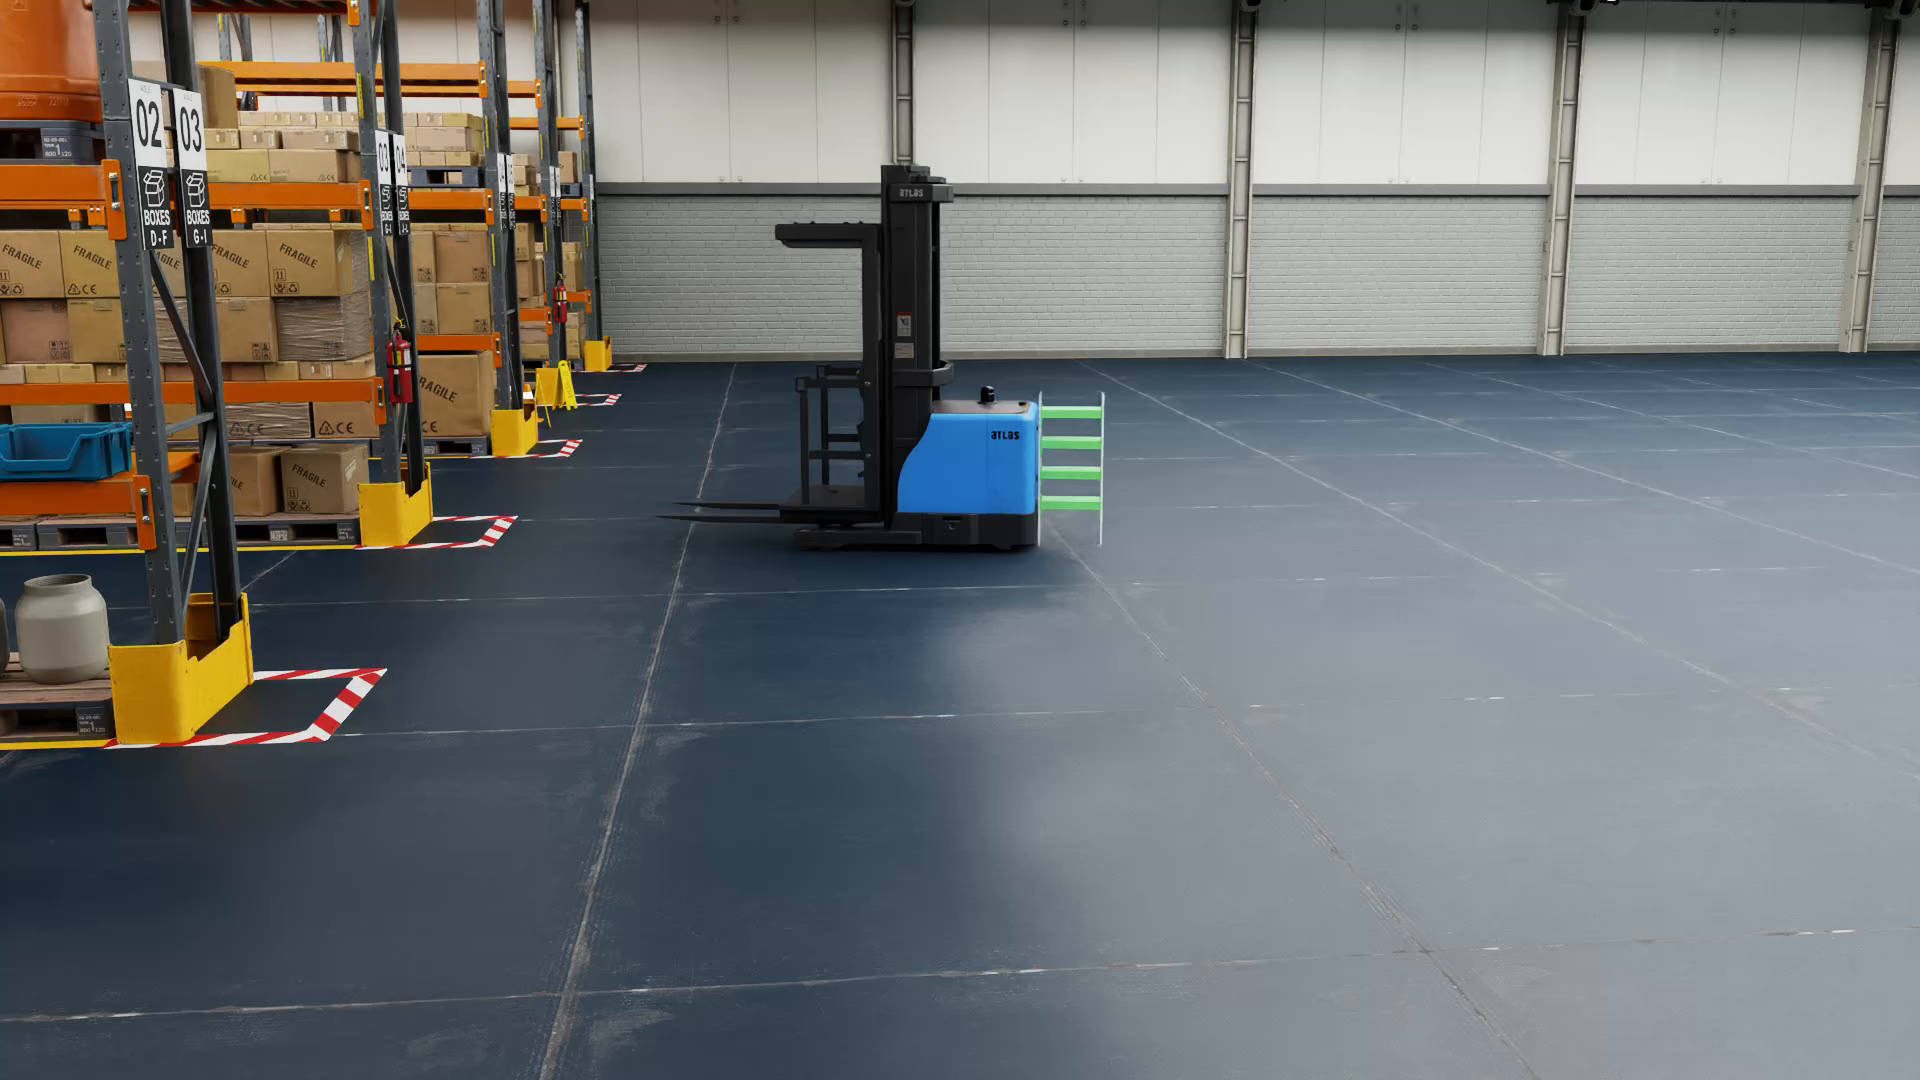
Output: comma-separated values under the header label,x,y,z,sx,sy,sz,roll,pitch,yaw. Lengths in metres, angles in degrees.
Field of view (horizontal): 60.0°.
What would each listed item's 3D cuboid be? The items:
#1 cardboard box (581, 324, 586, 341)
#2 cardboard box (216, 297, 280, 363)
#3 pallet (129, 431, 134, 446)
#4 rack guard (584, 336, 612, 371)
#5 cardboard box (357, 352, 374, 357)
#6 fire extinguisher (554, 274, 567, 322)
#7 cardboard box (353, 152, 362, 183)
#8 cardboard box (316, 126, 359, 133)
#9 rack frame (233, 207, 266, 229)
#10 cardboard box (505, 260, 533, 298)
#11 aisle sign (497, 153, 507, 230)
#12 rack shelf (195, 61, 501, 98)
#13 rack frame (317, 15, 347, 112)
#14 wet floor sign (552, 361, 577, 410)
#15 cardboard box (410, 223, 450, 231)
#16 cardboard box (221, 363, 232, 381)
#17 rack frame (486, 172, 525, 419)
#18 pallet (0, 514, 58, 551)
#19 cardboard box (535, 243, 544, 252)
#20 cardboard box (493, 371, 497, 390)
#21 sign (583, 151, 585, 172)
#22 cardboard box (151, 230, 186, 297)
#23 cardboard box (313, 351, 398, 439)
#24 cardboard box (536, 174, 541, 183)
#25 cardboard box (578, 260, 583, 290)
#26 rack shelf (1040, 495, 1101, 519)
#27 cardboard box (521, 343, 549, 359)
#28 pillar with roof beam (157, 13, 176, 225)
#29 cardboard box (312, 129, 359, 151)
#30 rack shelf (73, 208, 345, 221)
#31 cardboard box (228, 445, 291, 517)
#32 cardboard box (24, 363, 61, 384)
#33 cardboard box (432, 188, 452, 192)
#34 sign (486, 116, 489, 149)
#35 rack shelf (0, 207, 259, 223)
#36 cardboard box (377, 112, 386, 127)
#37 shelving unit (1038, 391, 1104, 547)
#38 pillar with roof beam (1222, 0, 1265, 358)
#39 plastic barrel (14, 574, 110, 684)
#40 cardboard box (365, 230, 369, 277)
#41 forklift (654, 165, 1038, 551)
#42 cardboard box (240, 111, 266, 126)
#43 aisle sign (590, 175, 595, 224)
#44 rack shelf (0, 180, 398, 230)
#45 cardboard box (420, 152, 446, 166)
label,x,y,z,sx,sy,sz,roll,pitch,yaw
cardboard box,-6.640,-3.519,28.233,0.500,0.250,0.500,-1,11,-5
cardboard box,-5.574,-1.689,13.155,0.500,0.500,0.875,-1,11,-6
pallet,-9.711,-1.005,17.934,1.213,0.211,1.003,-1,11,-6
rack guard,-6.126,-3.160,28.147,0.348,0.500,1.175,-1,11,-6
cardboard box,-4.849,-1.451,13.621,0.250,0.149,0.380,-1,11,-6
fire extinguisher,-5.447,-3.311,22.632,0.183,0.674,0.296,-1,11,-6
cardboard box,-5.047,-2.972,13.321,0.500,0.250,0.500,-1,11,-4
cardboard box,-6.428,-4.202,17.461,0.500,0.250,0.500,-1,11,-6
rack frame,-9.587,-3.351,22.638,0.127,3.000,1.000,-1,11,-6
cardboard box,-6.120,-3.565,22.697,0.500,0.500,0.500,-1,11,-7
aisle sign,-4.872,-3.707,17.708,0.004,0.787,0.394,-1,11,-6
rack shelf,-6.963,-4.840,17.561,4.000,0.370,1.077,-1,11,-6
rack frame,-10.127,-7.247,26.901,0.127,3.000,1.000,-1,11,-6
wet floor sign,-5.306,-2.078,22.265,0.232,0.644,0.267,3,11,14
cardboard box,-7.094,-4.028,22.459,0.500,0.500,0.700,-1,11,-7
cardboard box,-5.796,-1.346,13.087,0.250,0.149,0.380,-1,11,-6
rack frame,-4.975,-2.487,18.244,0.127,3.000,1.000,-1,11,-6
pallet,-7.853,-0.103,13.346,1.213,0.211,1.003,-1,11,-6
cardboard box,-6.982,-4.830,27.448,0.250,0.149,0.380,-1,11,-5
cardboard box,-6.409,-2.222,22.936,0.500,0.250,0.500,-1,11,-6
sign,-6.105,-6.149,27.006,0.005,0.325,0.100,-1,11,-6
cardboard box,-6.054,-2.139,12.852,0.500,0.500,0.500,-1,11,-6
cardboard box,-6.517,-1.605,18.177,0.875,0.875,0.875,-1,11,-7
cardboard box,-6.941,-5.914,27.204,0.250,0.149,0.380,-2,11,-8
cardboard box,-6.672,-4.478,28.112,0.500,0.500,0.500,-1,11,-4
rack shelf,0.874,-0.262,13.168,0.480,0.148,0.258,1,11,4
cardboard box,-7.078,-3.164,27.727,0.500,0.250,0.500,-1,11,-6
pillar with roof beam,-12.439,-6.538,23.295,0.400,9.000,9.100,-1,11,-6
cardboard box,-4.782,-3.062,12.748,0.250,0.149,0.380,-1,11,-6
rack shelf,-12.115,-5.380,27.048,4.000,0.370,1.077,-1,11,-6
cardboard box,-5.753,-0.485,13.449,0.500,0.500,0.500,2,11,9
cardboard box,-7.030,-1.305,12.881,0.250,0.149,0.380,-1,11,-6
cardboard box,-6.948,-4.705,22.398,0.250,0.149,0.380,-1,11,-7
sign,-4.930,-4.250,17.346,0.005,0.325,0.100,-1,11,-6
rack shelf,-11.575,-4.428,22.206,4.000,0.370,1.077,-1,11,-6
cardboard box,-6.034,-4.394,17.404,0.250,0.149,0.380,-1,11,-5
shelving unit,0.874,-0.561,13.109,0.503,1.200,0.258,1,11,4
pillar with roof beam,5.455,-6.913,25.202,0.548,9.000,9.100,-1,11,-6
plastic barrel,-4.651,0.459,8.619,0.421,0.512,0.421,0,11,0
cardboard box,-6.456,-3.076,18.049,0.550,0.550,0.875,-1,11,-6
forklift,-0.895,-1.452,13.153,3.031,2.935,1.130,1,11,4
cardboard box,-7.288,-4.368,17.271,0.250,0.149,0.380,-1,11,-6
aisle sign,-6.053,-5.607,27.373,0.004,0.787,0.394,-1,11,-6
rack shelf,-6.528,-2.611,12.963,4.000,0.370,1.077,-1,11,-6
cardboard box,-5.520,-4.014,17.537,0.250,0.149,0.380,-1,11,-6
